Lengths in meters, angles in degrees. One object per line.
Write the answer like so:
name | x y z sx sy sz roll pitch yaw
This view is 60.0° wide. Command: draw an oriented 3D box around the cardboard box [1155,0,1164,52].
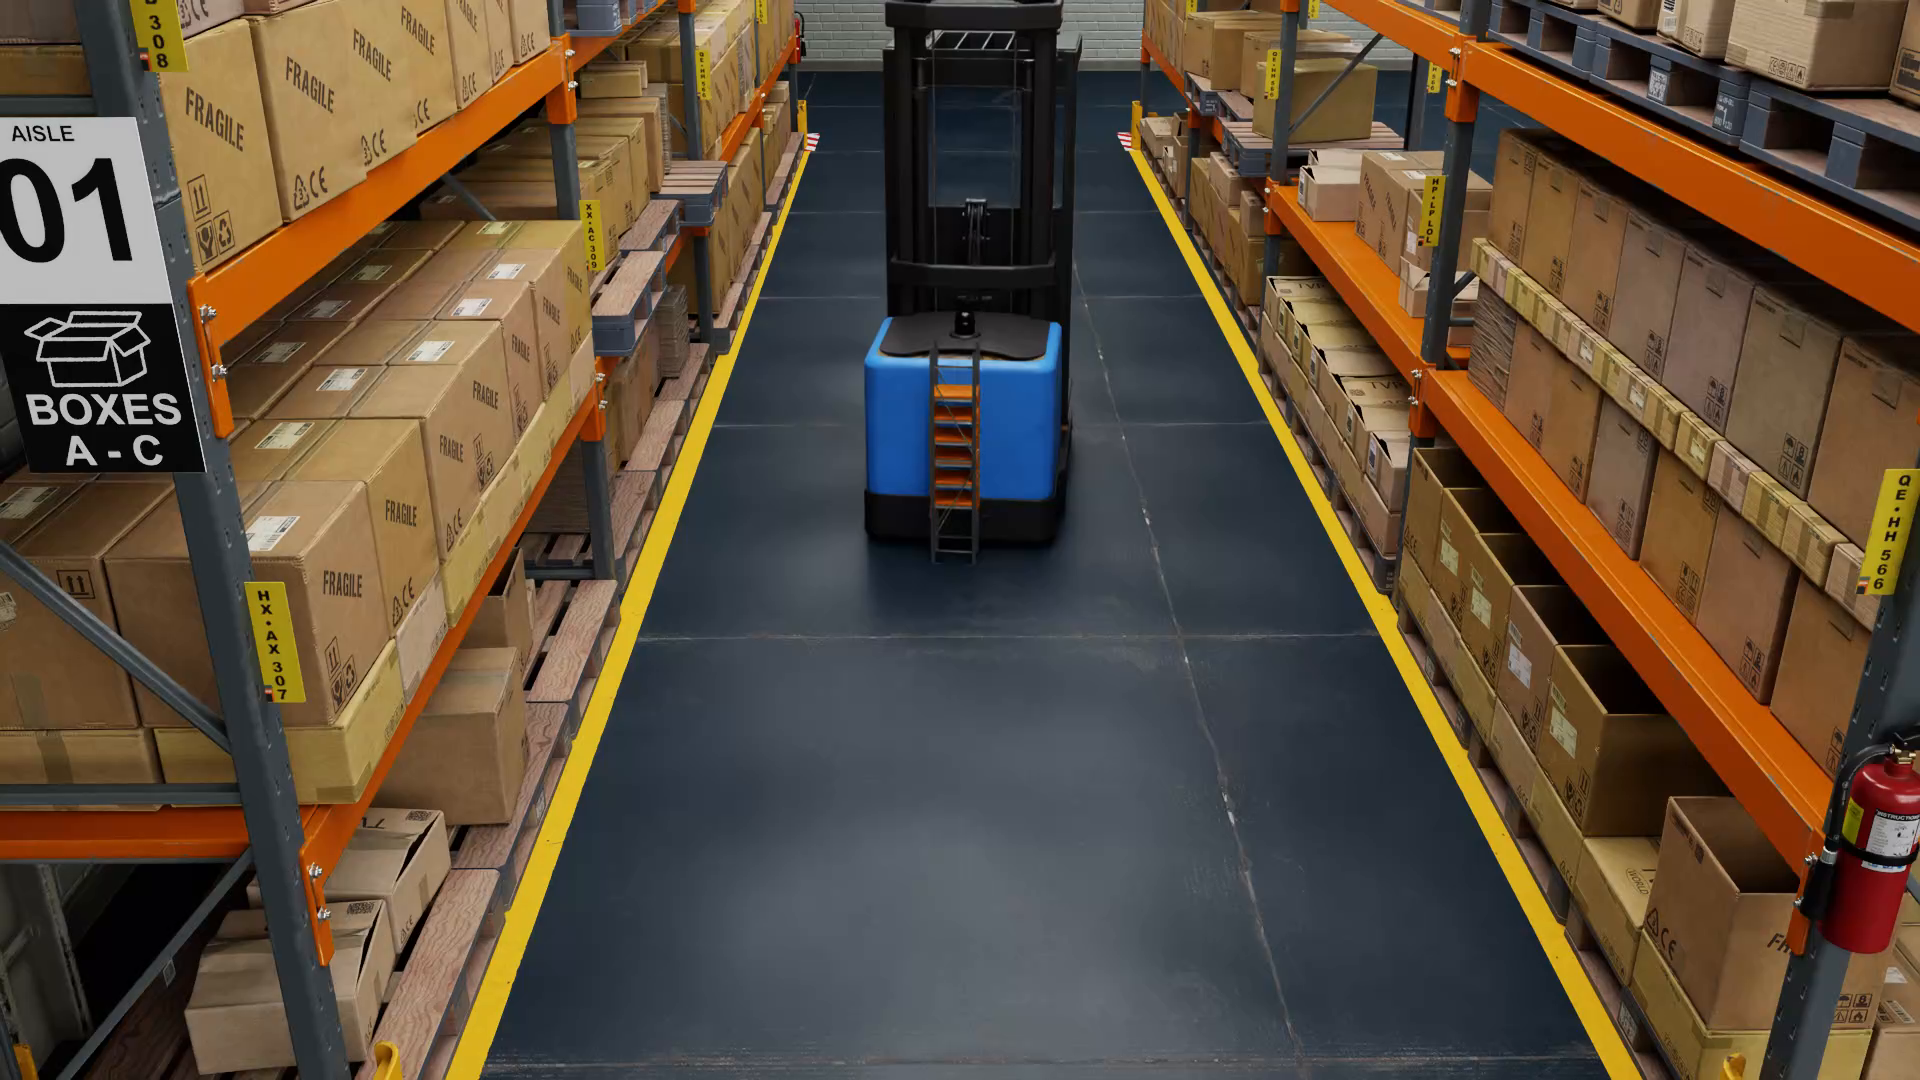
cardboard box | 2.337 -5.413 17.457 0.500 0.500 0.500 0 24 -1

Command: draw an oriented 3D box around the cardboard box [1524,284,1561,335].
cardboard box | 2.534 -0.938 6.775 0.380 0.149 0.250 0 24 -1

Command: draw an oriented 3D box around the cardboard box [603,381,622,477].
cardboard box | -2.320 -0.580 9.392 0.700 0.500 0.500 -1 24 -2

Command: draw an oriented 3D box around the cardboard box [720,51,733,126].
cardboard box | -2.034 -3.462 12.759 0.500 0.500 0.500 0 24 -1

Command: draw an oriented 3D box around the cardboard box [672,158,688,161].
cardboard box | -2.056 -2.682 11.821 0.380 0.149 0.250 -1 24 -1

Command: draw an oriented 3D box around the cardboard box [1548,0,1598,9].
cardboard box | 2.461 -2.176 6.210 0.500 0.311 0.500 -2 24 -3

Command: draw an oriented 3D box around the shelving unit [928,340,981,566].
shelving unit | -0.026 -0.450 8.788 0.258 1.200 0.189 2 24 5

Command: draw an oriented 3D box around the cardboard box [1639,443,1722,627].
cardboard box | 2.755 -0.037 5.570 0.700 0.500 0.500 0 24 0

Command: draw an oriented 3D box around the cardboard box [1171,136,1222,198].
cardboard box | 2.336 -3.618 16.108 0.500 0.500 0.500 0 24 -1

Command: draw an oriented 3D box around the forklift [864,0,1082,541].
forklift | 0.138 -1.900 9.895 1.130 2.935 3.031 2 24 5

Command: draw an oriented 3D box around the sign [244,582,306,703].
sign | -1.654 0.249 4.009 0.100 0.325 0.005 0 24 -1

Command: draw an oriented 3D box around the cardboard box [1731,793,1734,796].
cardboard box | 2.948 0.708 5.962 0.500 0.500 0.500 0 24 -1

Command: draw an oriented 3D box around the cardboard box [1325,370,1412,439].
cardboard box | 2.407 -0.806 9.538 0.500 0.311 0.500 0 24 -1

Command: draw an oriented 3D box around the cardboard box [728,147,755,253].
cardboard box | -2.177 -2.877 14.071 0.750 0.750 0.750 0 24 1

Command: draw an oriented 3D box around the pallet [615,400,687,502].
pallet | -2.266 -0.557 10.225 1.003 0.211 1.213 0 24 -1

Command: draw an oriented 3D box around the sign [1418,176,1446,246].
sign | 2.171 -1.511 7.642 0.100 0.325 0.005 0 24 -1

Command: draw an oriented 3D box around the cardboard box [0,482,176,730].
cardboard box | -2.414 0.170 4.482 0.500 0.500 0.500 -1 24 -1

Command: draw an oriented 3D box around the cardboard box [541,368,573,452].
cardboard box | -1.934 -0.544 6.971 0.500 0.250 0.500 0 24 0

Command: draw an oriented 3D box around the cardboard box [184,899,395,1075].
cardboard box | -2.114 1.385 5.277 0.500 0.311 0.500 -3 25 -7

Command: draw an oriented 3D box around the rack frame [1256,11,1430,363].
rack frame | 2.670 -2.674 11.523 1.000 3.000 0.127 0 24 -1

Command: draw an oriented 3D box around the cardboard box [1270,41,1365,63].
cardboard box | 2.731 -3.548 12.824 0.700 0.500 0.500 4 25 9

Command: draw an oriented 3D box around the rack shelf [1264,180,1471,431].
rack shelf | 2.692 -1.523 9.849 1.077 0.370 4.000 0 24 -1

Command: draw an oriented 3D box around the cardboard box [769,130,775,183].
cardboard box | -2.235 -3.867 16.684 0.700 0.500 0.500 0 24 -1

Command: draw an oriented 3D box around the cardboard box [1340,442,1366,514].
cardboard box | 2.415 -0.343 9.195 0.500 0.250 0.500 -1 24 -1

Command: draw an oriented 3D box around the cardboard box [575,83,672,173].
cardboard box | -2.268 -2.703 10.931 0.700 0.500 0.500 -3 25 -7

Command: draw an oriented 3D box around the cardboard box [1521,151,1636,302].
cardboard box | 2.731 -1.272 6.726 0.700 0.500 0.500 0 24 -1

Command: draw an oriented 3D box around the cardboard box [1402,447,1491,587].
cardboard box | 2.405 -0.114 7.779 0.500 0.500 0.500 0 24 -1

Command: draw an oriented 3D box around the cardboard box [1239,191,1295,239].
cardboard box | 2.420 -2.485 12.694 0.500 0.250 0.500 1 24 1

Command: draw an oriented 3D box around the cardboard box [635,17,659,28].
cardboard box | -2.552 -3.793 12.580 0.500 0.250 0.500 -1 24 -2

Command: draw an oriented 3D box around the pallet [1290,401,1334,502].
pallet | 2.650 -0.563 10.239 1.003 0.211 1.213 0 24 -1

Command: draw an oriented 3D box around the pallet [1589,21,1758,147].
pallet | 2.759 -1.500 5.393 1.003 0.211 1.213 0 24 -1

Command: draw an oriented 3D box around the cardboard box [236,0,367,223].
cardboard box | -1.920 -1.136 4.336 0.500 0.500 0.500 1 24 3

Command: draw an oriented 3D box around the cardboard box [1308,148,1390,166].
cardboard box | 2.630 -2.484 11.210 0.500 0.311 0.500 1 24 3

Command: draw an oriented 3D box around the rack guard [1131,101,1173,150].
rack guard | 2.583 -4.801 19.258 1.175 0.500 0.348 0 24 -1

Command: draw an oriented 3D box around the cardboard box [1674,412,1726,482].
cardboard box | 2.551 -0.301 5.366 0.380 0.149 0.250 0 24 1

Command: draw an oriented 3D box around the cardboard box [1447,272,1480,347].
cardboard box | 2.664 -1.161 8.358 0.500 0.250 0.500 1 24 3

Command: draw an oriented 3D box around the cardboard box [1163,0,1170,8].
cardboard box | 2.344 -5.657 16.784 0.500 0.500 0.500 0 24 -1

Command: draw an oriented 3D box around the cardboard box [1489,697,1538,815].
cardboard box | 2.427 0.846 6.567 0.500 0.250 0.500 0 24 -1

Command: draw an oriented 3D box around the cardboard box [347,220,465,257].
cardboard box | -2.444 -1.090 7.268 0.500 0.500 0.500 -1 24 -2

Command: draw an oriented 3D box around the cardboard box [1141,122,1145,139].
cardboard box | 2.246 -4.603 18.693 0.380 0.166 0.250 0 24 -1

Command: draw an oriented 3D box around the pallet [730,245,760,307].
pallet | -2.227 -2.207 13.873 1.003 0.211 1.213 0 24 -1

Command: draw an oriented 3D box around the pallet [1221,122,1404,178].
pallet | 2.592 -2.866 12.180 1.213 0.211 1.003 0 24 -1

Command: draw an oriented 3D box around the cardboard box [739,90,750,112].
cardboard box | -1.995 -3.736 14.151 0.380 0.149 0.250 0 24 -1

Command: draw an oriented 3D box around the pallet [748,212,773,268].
pallet | -2.243 -2.711 14.987 1.003 0.211 1.213 0 24 -1

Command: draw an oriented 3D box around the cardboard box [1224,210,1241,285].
cardboard box | 2.420 -2.334 13.269 0.500 0.500 0.500 -1 24 -2

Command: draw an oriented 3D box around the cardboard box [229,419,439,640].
cardboard box | -1.896 -0.038 4.943 0.500 0.500 0.500 0 24 0

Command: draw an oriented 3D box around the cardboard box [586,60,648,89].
cardboard box | -2.250 -3.050 10.912 0.380 0.149 0.250 -3 25 -7

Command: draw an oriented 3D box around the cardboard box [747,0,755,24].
cardboard box | -2.066 -4.639 14.452 0.500 0.250 0.500 0 24 1

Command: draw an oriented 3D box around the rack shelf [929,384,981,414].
rack shelf | -0.026 -0.737 8.658 0.258 0.103 0.180 2 24 5

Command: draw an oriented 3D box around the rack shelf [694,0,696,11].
rack shelf | -2.305 -4.514 12.823 1.077 0.370 4.000 0 24 -1

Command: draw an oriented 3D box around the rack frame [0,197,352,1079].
rack frame | -2.196 0.646 4.182 1.000 3.000 0.127 0 24 -1
